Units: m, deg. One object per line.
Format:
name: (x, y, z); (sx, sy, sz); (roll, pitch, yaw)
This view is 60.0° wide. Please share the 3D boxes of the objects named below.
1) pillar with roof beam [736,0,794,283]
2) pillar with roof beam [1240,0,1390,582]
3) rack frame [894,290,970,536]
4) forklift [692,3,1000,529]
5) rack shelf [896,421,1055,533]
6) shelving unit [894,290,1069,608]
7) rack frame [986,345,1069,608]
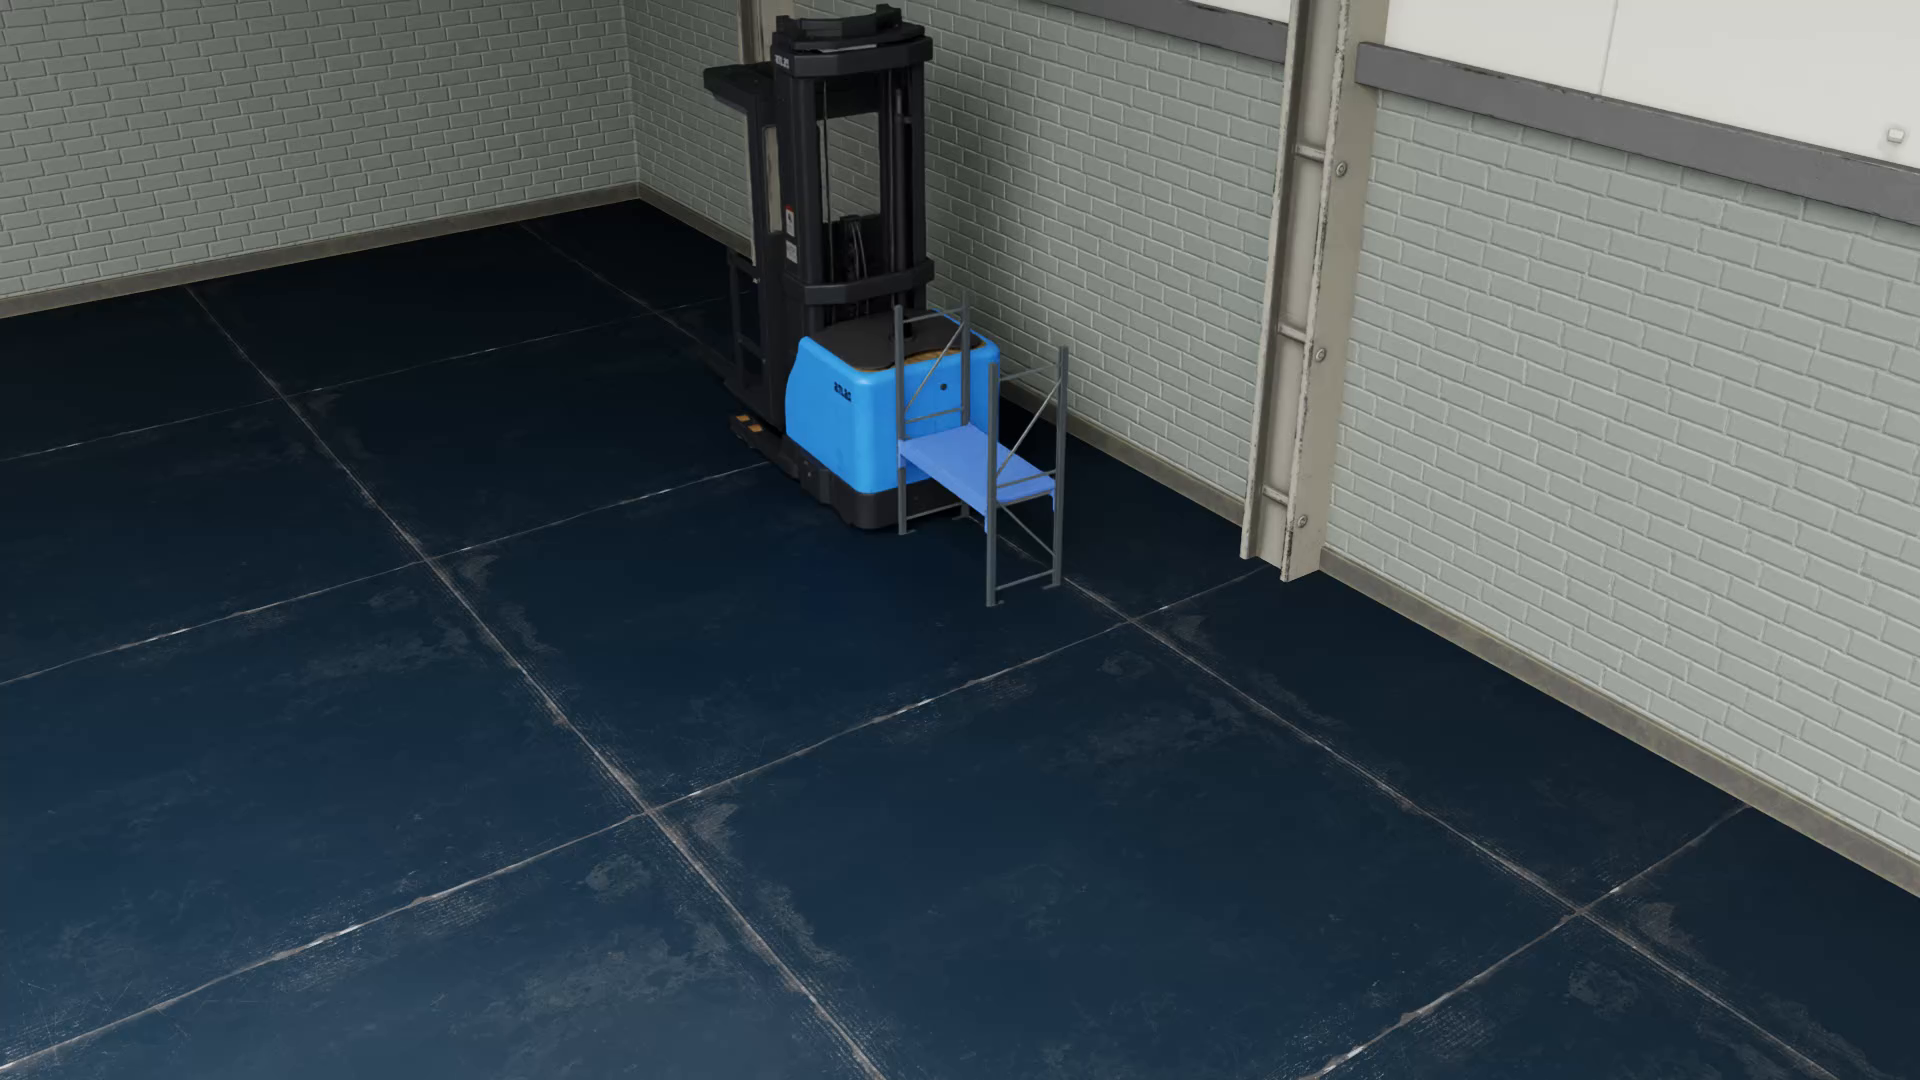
pillar with roof beam: (-5.057, -4.965, 9.963); (9.100, 9.000, 0.400); (-19, 34, -31)
pillar with roof beam: (-1.577, -2.632, 5.668); (9.100, 9.000, 0.400); (-19, 34, -31)
rack frame: (-0.161, -0.750, 10.060); (0.500, 1.500, 0.032); (-16, 33, -27)
forklift: (-0.937, -2.017, 10.893); (1.130, 2.935, 3.031); (-16, 33, -27)
rack shelf: (0.105, -0.385, 9.765); (0.538, 0.185, 1.000); (-16, 33, -27)
shelving unit: (0.105, -0.543, 9.679); (0.538, 1.500, 1.048); (-16, 33, -27)
rack frame: (0.371, -0.336, 9.298); (0.500, 1.500, 0.032); (-16, 33, -27)
